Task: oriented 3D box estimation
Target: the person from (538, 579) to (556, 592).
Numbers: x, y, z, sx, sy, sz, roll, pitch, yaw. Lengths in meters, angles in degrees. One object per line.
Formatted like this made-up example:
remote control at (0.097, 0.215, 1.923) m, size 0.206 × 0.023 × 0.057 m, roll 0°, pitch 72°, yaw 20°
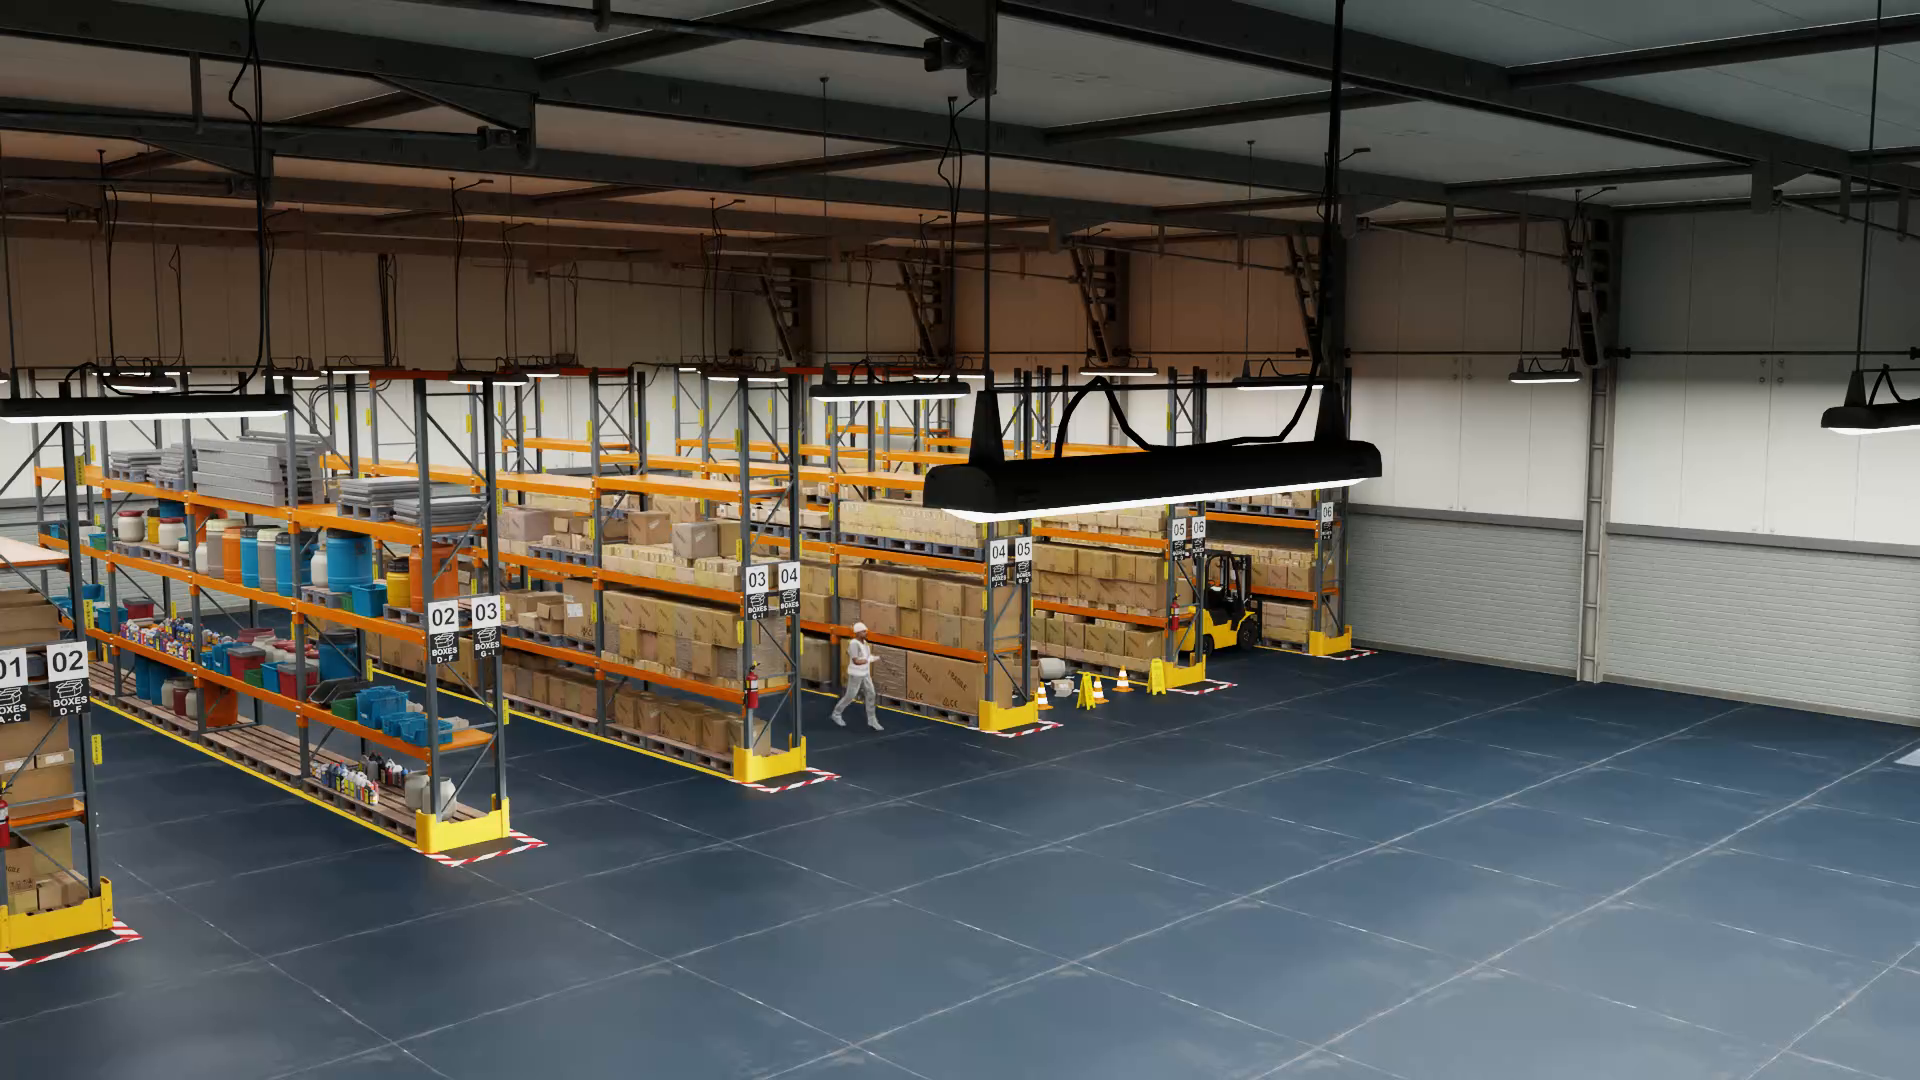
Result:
person at (-10.111, 0.863, 40.883) m, size 0.804 × 1.759 × 0.609 m, roll 1°, pitch 7°, yaw 8°

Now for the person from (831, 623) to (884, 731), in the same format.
person at (-1.710, 2.278, 27.868) m, size 0.897 × 1.812 × 0.672 m, roll 2°, pitch 7°, yaw 20°

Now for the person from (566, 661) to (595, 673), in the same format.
person at (-7.277, 1.891, 32.107) m, size 0.890 × 1.593 × 0.534 m, roll 5°, pitch 8°, yaw 35°

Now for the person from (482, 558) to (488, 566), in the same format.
person at (-10.888, 1.201, 37.626) m, size 0.765 × 1.760 × 1.040 m, roll -5°, pitch 8°, yaw -35°
